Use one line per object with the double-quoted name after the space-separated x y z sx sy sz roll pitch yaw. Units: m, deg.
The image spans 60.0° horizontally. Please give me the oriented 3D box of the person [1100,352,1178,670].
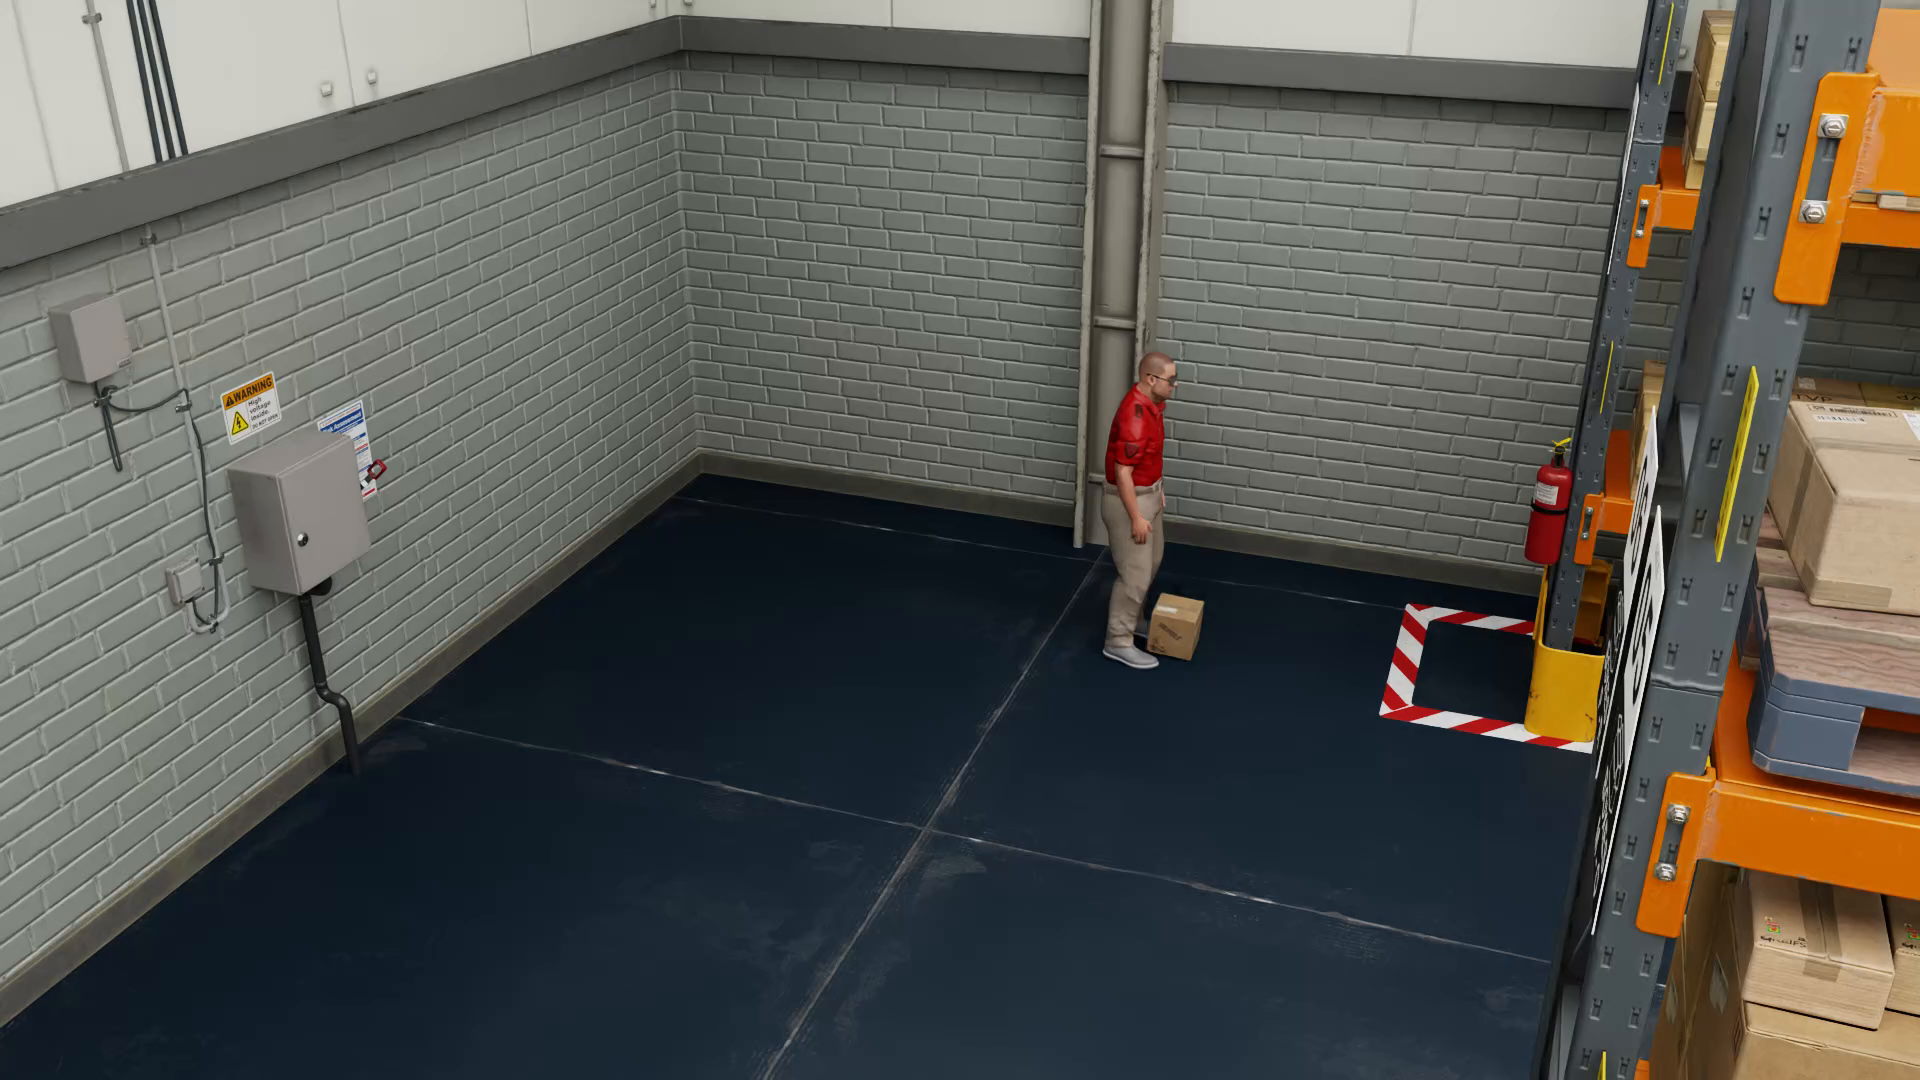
0.974 -0.193 9.029 0.390 1.727 0.574 8 27 16 "person"
